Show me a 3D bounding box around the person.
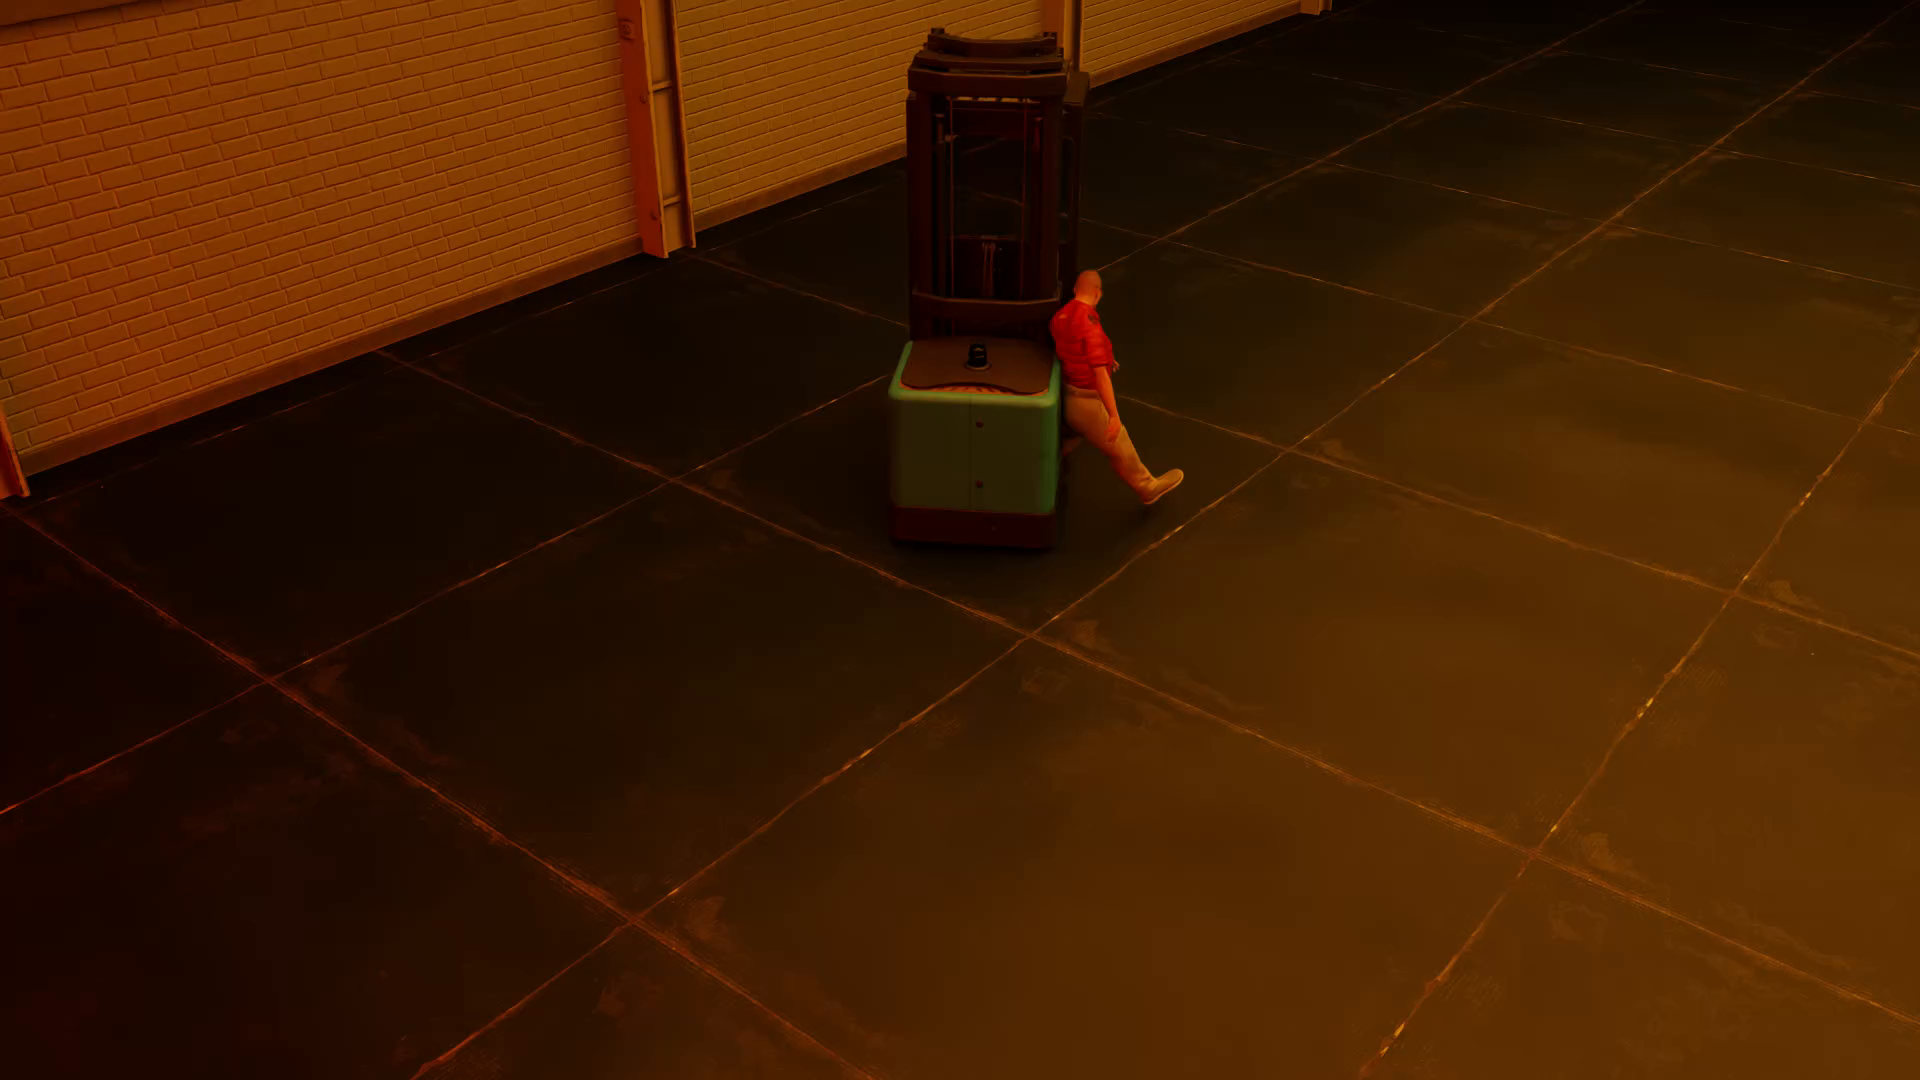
[{"bbox_3d":[0.915,-0.939,10.482,0.990,1.586,0.833,-15,34,-24],"label":"person"}]

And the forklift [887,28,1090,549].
[{"bbox_3d":[0.243,-1.933,10.903,1.130,2.935,3.031,4,30,6],"label":"forklift"}]
